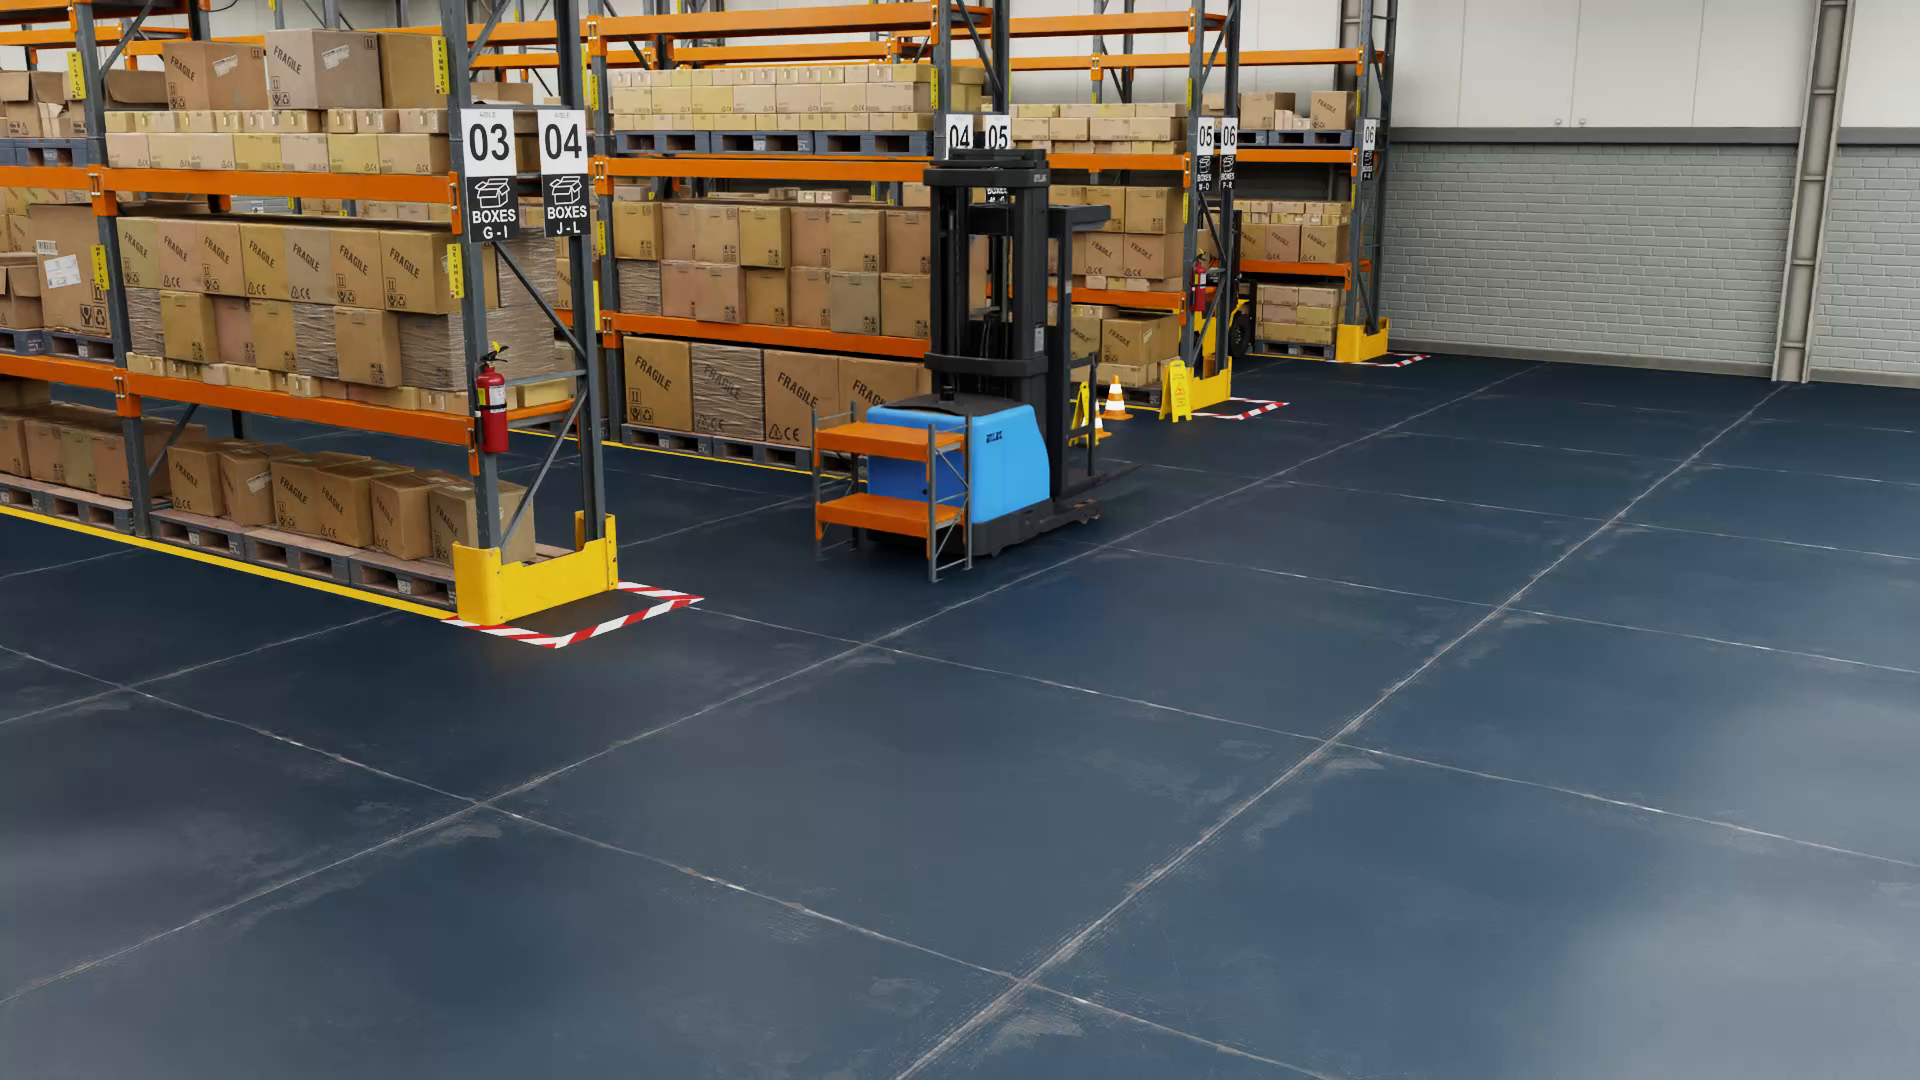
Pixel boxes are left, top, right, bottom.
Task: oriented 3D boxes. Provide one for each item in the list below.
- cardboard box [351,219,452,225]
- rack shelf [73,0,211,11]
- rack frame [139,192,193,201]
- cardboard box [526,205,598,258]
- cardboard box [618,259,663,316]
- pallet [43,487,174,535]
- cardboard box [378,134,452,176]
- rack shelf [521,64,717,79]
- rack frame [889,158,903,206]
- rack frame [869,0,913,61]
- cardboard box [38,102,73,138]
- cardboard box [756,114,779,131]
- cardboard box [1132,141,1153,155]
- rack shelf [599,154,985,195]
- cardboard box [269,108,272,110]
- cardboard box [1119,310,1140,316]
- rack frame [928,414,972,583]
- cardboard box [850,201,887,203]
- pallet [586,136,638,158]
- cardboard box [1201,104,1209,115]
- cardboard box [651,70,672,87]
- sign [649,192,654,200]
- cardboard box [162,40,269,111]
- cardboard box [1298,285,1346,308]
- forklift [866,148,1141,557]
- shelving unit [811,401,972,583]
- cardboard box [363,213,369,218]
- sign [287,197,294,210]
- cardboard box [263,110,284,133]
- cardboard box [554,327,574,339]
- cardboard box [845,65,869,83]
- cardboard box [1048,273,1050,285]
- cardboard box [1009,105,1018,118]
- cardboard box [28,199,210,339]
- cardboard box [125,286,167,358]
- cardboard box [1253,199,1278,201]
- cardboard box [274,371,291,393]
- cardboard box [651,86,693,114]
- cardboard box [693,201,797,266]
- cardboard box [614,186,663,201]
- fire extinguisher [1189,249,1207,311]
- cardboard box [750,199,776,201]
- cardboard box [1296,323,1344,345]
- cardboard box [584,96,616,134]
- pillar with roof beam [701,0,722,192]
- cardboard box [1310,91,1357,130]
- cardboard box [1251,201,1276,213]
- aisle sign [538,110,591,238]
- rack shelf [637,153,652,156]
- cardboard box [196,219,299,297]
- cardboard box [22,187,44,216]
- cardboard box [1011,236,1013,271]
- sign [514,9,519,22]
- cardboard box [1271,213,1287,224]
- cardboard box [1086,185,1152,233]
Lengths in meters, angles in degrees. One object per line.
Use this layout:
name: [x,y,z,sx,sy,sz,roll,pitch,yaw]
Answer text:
cardboard box: [-3.878,-1.973,11.641,0.500,0.500,0.500,9,17,33]
rack shelf: [-4.406,-3.860,11.195,4.000,0.370,1.077,9,17,33]
rack frame: [-9.852,-3.616,21.187,0.127,3.000,1.000,9,17,33]
cardboard box: [-4.057,-3.211,17.262,0.500,0.500,0.700,9,16,32]
cardboard box: [-2.901,-2.569,16.645,0.550,0.550,0.875,9,17,33]
pallet: [-6.713,-0.318,13.668,1.213,0.211,1.003,9,17,33]
cardboard box: [-3.289,-2.428,10.460,0.500,0.250,0.500,10,17,34]
rack shelf: [-6.066,-8.436,29.678,4.000,0.370,1.077,9,17,33]
rack frame: [-0.535,-3.543,20.895,0.127,3.000,1.000,9,17,33]
rack frame: [-1.087,-7.982,26.341,0.127,3.000,1.000,9,17,33]
cardboard box: [-6.902,-3.268,12.946,0.258,0.266,0.396,10,17,35]
cardboard box: [-1.625,-3.775,15.027,0.250,0.149,0.380,9,17,33]
cardboard box: [2.107,-4.360,18.474,0.250,0.149,0.380,9,17,33]
rack shelf: [-1.554,-3.381,15.495,4.000,0.370,1.077,9,17,33]
cardboard box: [-7.571,-4.674,19.012,0.500,0.500,0.500,9,17,33]
cardboard box: [1.813,-2.476,19.869,0.500,0.500,0.500,8,16,31]
rack frame: [-0.067,-0.295,11.674,0.032,1.125,0.500,9,17,33]
cardboard box: [-1.180,-4.127,21.552,0.500,0.500,0.500,9,17,33]
pallet: [-4.002,-4.019,16.972,1.217,0.209,0.805,8,16,31]
cardboard box: [2.603,-4.816,18.658,0.250,0.149,0.380,9,17,32]
cardboard box: [-2.679,-4.332,15.619,0.250,0.149,0.380,9,17,32]
sign: [-4.161,-4.531,22.474,0.005,0.325,0.100,9,17,33]
cardboard box: [-5.550,-3.450,12.406,0.500,0.500,0.500,9,16,31]
cardboard box: [4.995,-3.351,22.886,0.500,0.250,0.500,10,17,35]
forklift: [0.500,-1.602,13.194,1.130,2.935,3.031,9,16,31]
shelving unit: [-0.490,-0.363,11.948,1.048,1.125,0.538,9,17,33]
cardboard box: [-8.982,-4.882,26.093,0.500,0.500,0.500,10,17,35]
sign: [-10.807,-5.501,26.838,0.005,0.325,0.100,9,17,33]
cardboard box: [-4.428,-2.805,11.151,0.250,0.149,0.380,8,16,30]
cardboard box: [-4.577,-1.850,17.862,0.750,0.750,1.050,9,17,33]
cardboard box: [-0.783,-4.026,14.382,0.250,0.149,0.380,10,17,34]
cardboard box: [1.097,-3.101,19.632,0.250,0.149,0.380,9,17,33]
cardboard box: [0.655,-4.993,19.374,0.250,0.149,0.380,9,16,32]
cardboard box: [-6.647,-2.197,13.333,1.000,1.000,1.000,9,17,33]
cardboard box: [-5.727,-1.688,12.571,0.500,0.500,0.875,9,17,33]
cardboard box: [4.374,-4.788,23.747,0.250,0.149,0.380,9,16,31]
cardboard box: [-4.570,-1.134,11.683,0.250,0.149,0.380,9,17,33]
cardboard box: [-2.545,-4.134,15.650,0.500,0.250,0.500,9,17,32]
cardboard box: [-2.034,-2.933,15.870,0.550,0.550,0.875,9,17,33]
cardboard box: [-4.429,-4.631,22.999,0.500,0.500,0.500,9,16,31]
fire extinguisher: [2.622,-2.862,18.304,0.183,0.674,0.296,9,17,33]
cardboard box: [-2.729,-4.232,21.974,0.500,0.500,0.500,10,17,34]
cardboard box: [4.985,-2.866,23.008,0.500,0.250,0.500,9,17,33]
cardboard box: [-4.782,-5.883,23.022,0.500,0.500,0.700,8,16,30]
pillar with roof beam: [-6.883,-7.933,26.143,0.400,9.000,9.100,9,17,33]
cardboard box: [5.048,-5.765,22.336,0.500,0.500,0.500,10,17,35]
cardboard box: [4.239,-4.629,23.101,0.250,0.149,0.380,10,17,34]
aisle sign: [-2.528,-2.344,10.641,0.004,0.787,0.394,9,17,33]
rack shelf: [-5.514,-5.455,23.871,4.000,0.370,1.077,9,17,33]
cardboard box: [-5.004,-2.001,11.755,0.500,0.500,0.500,9,17,33]
cardboard box: [-12.105,-4.577,22.161,0.500,0.500,0.500,9,16,32]
cardboard box: [0.944,-3.425,19.591,0.500,0.500,0.500,9,17,33]
sign: [-8.028,-9.439,30.116,0.005,0.325,0.100,9,17,33]
cardboard box: [4.498,-4.462,23.048,0.250,0.149,0.380,9,17,32]
cardboard box: [1.823,-3.780,18.941,0.500,0.500,0.700,9,17,33]
